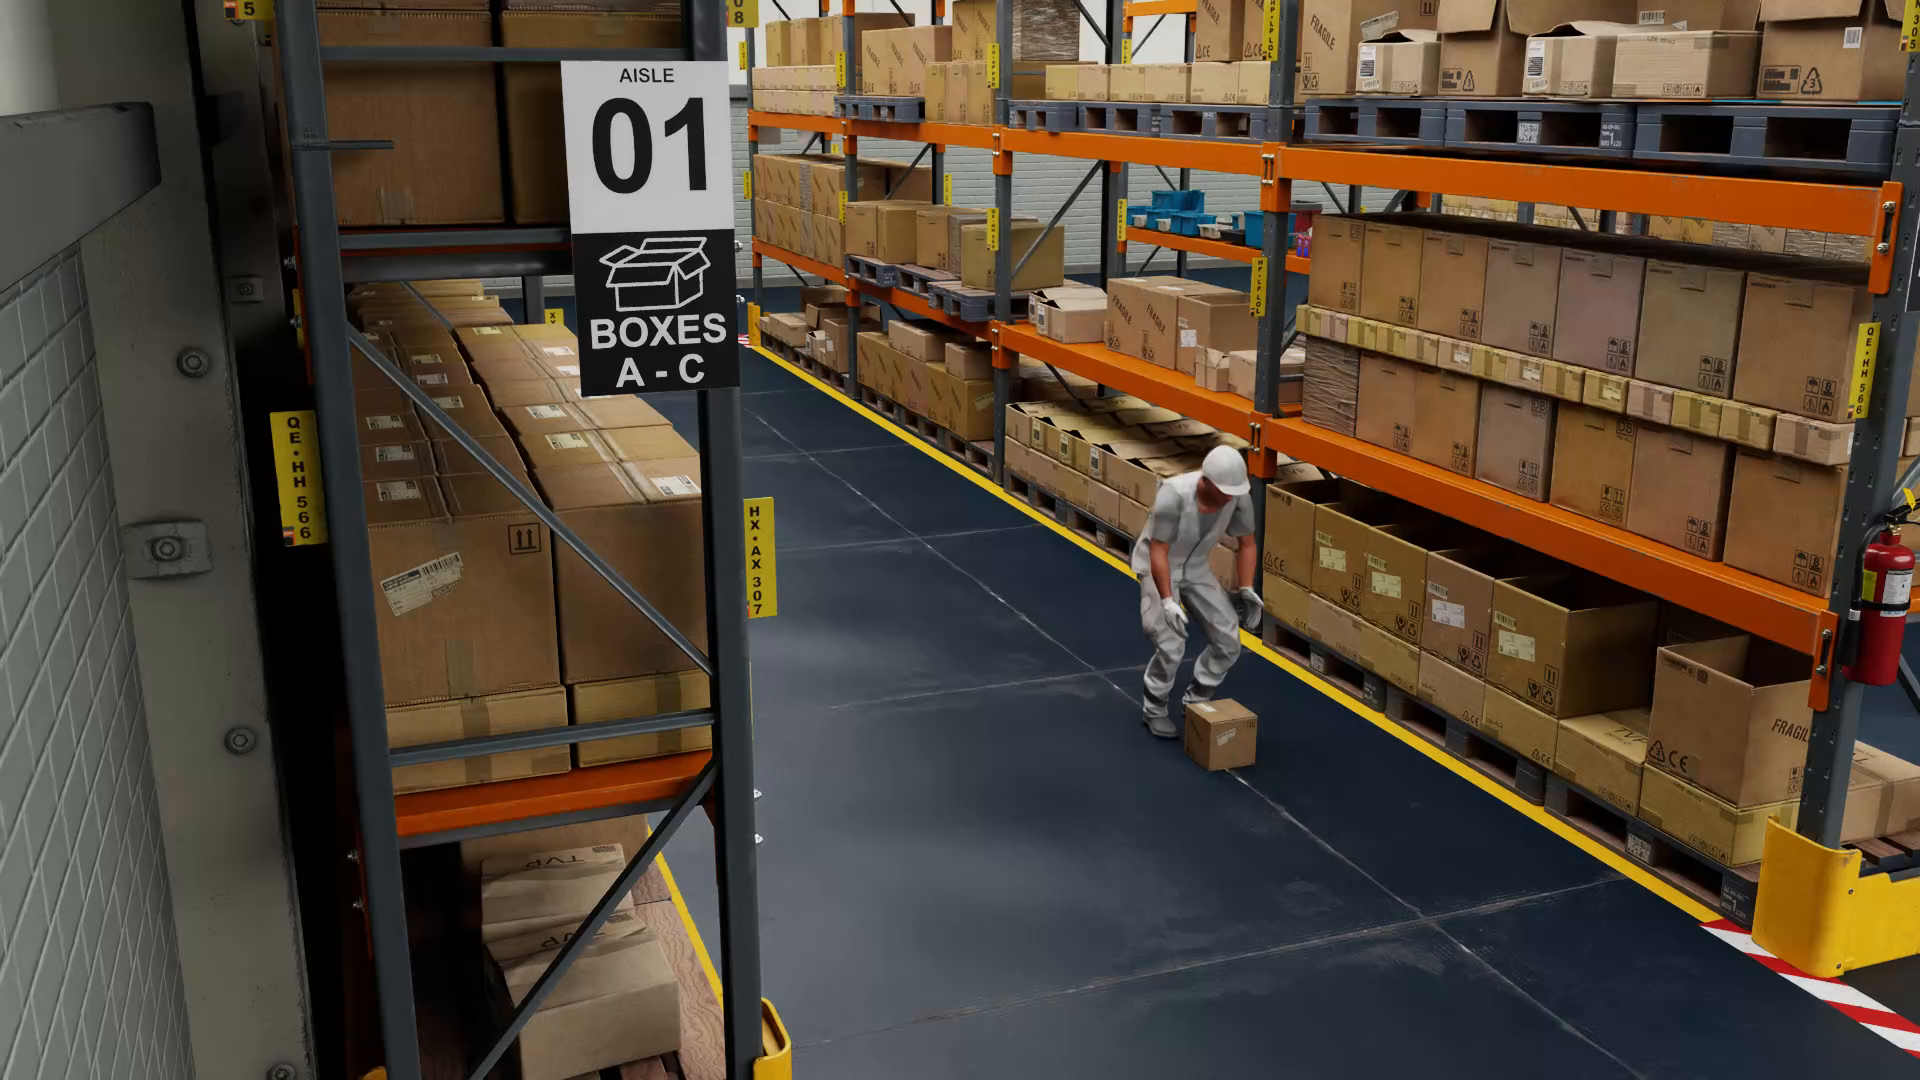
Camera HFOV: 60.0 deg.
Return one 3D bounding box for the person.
[{"bbox_3d":[1.168,0.227,8.201,0.581,1.500,0.711,-6,16,-20],"label":"person"}]
